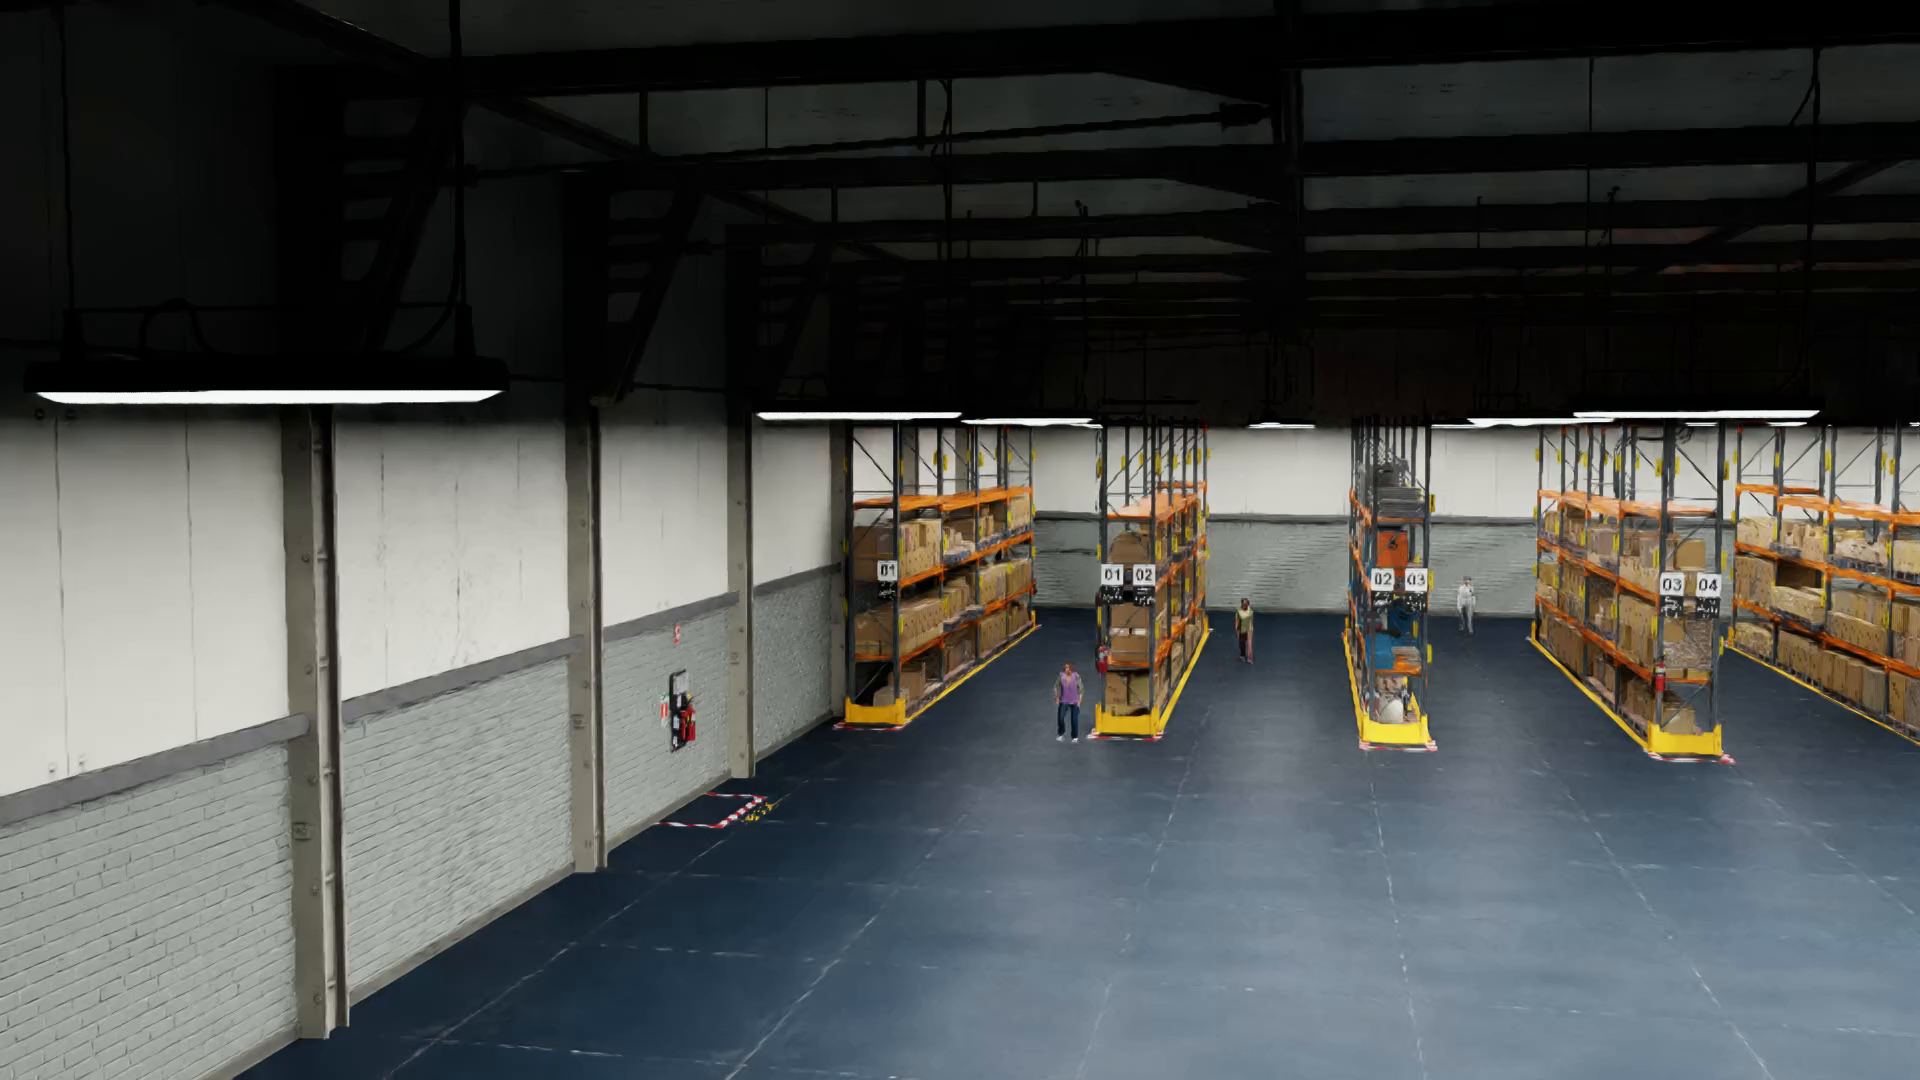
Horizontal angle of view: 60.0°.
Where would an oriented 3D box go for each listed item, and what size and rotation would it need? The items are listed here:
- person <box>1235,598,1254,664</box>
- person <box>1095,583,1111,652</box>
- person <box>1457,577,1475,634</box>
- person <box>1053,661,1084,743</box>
[{"bbox_3d":[6.963,2.195,40.690,0.451,1.585,1.097,1,4,10],"label":"person"},{"bbox_3d":[3.701,1.982,42.587,0.514,1.785,0.638,-1,4,-18],"label":"person"},{"bbox_3d":[14.188,1.806,46.625,0.495,1.589,1.086,1,4,14],"label":"person"},{"bbox_3d":[1.979,2.960,30.259,0.566,1.508,0.514,1,4,10],"label":"person"}]
